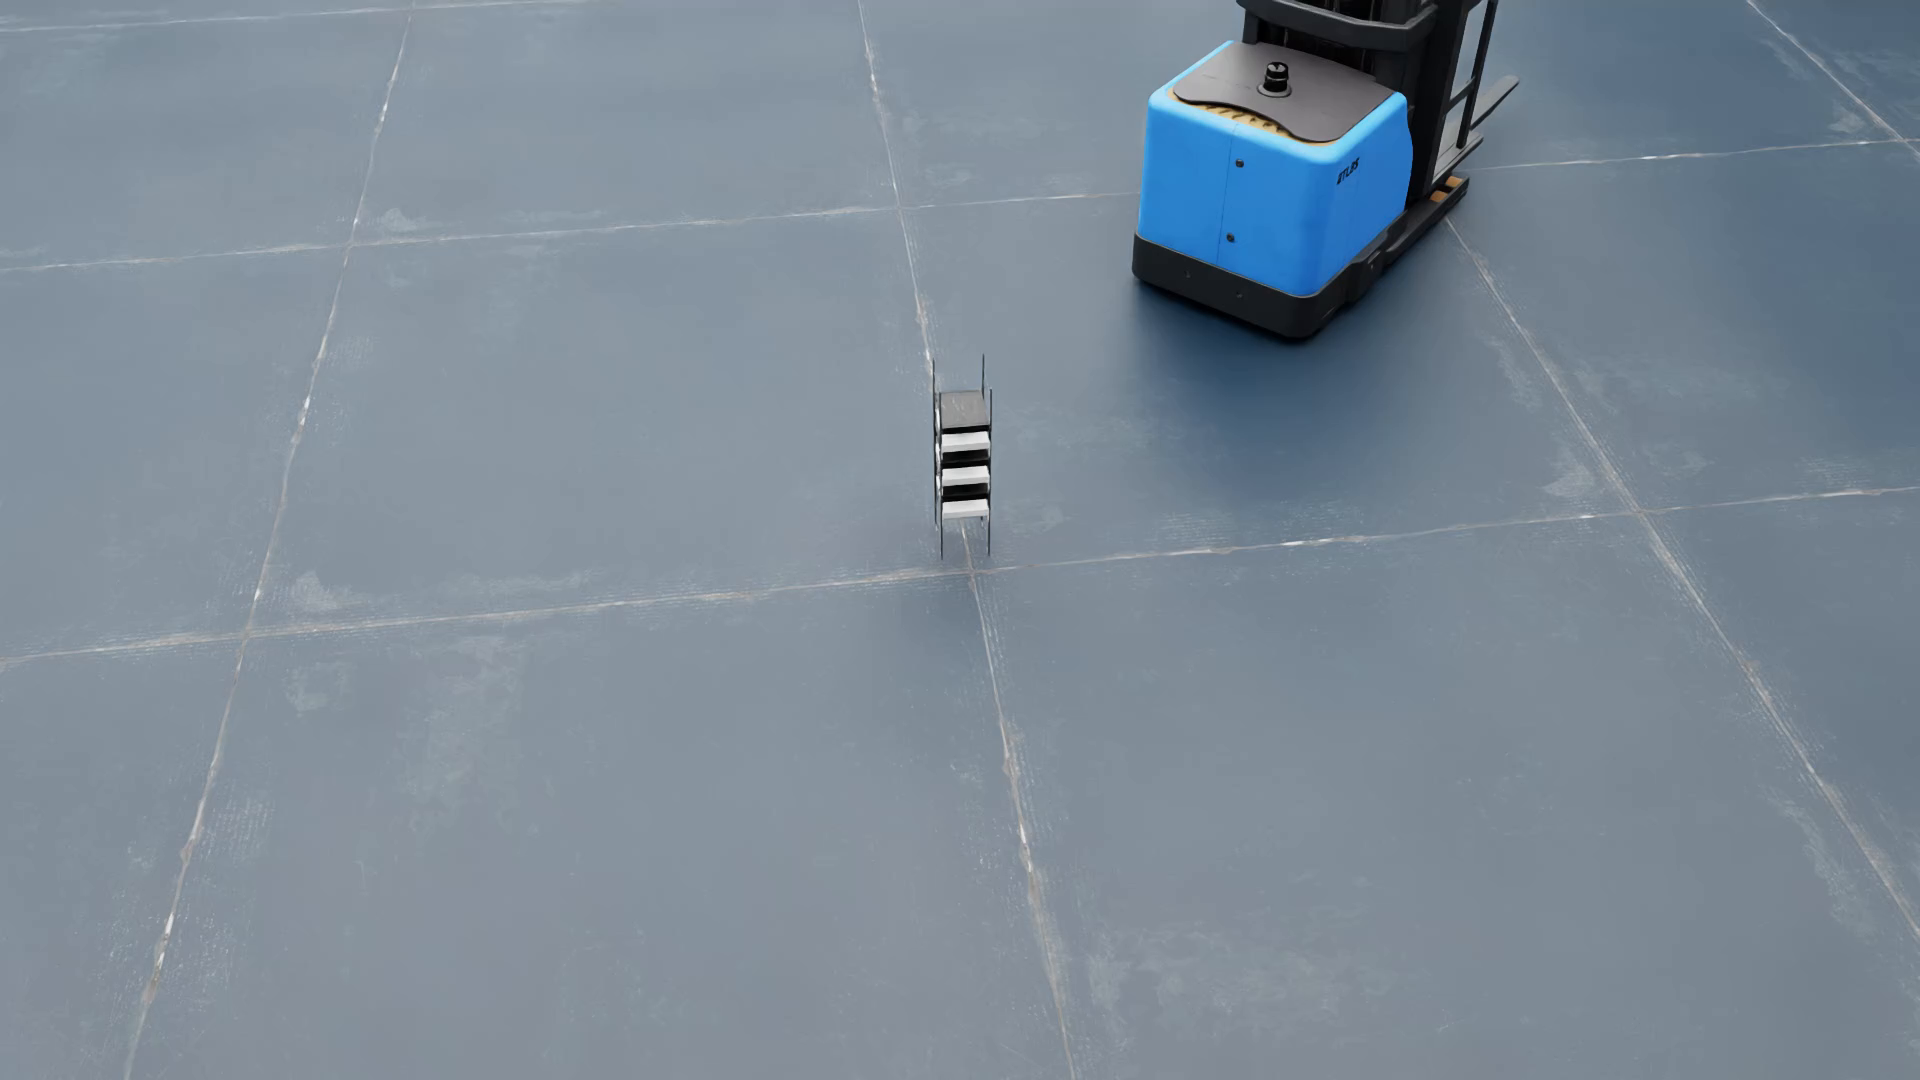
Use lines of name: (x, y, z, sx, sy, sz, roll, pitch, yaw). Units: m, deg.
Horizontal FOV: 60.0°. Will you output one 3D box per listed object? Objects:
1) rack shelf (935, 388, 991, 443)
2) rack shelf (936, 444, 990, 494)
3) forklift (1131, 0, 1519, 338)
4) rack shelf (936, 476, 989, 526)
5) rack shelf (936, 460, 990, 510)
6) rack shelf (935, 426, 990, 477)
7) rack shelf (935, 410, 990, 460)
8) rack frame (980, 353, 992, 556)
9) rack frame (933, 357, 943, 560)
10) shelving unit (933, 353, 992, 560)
rack shelf: (0.008, -0.511, 6.791, 0.200, 0.077, 0.258, -5, 42, -6)
rack shelf: (0.008, -0.310, 6.972, 0.200, 0.077, 0.258, -5, 42, -6)
forklift: (2.186, -3.030, 8.421, 1.130, 2.935, 3.031, 27, 48, 27)
rack shelf: (0.008, -0.176, 7.092, 0.200, 0.077, 0.258, -5, 42, -6)
rack shelf: (0.008, -0.243, 7.032, 0.200, 0.077, 0.258, -5, 42, -6)
rack shelf: (0.008, -0.377, 6.911, 0.200, 0.077, 0.258, -5, 42, -6)
rack shelf: (0.008, -0.444, 6.851, 0.200, 0.077, 0.258, -5, 42, -6)
rack frame: (0.109, -0.344, 6.959, 0.006, 0.900, 0.240, -5, 42, -6)
rack frame: (-0.093, -0.326, 6.940, 0.006, 0.900, 0.240, -5, 42, -6)
shelving unit: (0.008, -0.335, 6.949, 0.210, 0.900, 0.258, -5, 42, -6)
